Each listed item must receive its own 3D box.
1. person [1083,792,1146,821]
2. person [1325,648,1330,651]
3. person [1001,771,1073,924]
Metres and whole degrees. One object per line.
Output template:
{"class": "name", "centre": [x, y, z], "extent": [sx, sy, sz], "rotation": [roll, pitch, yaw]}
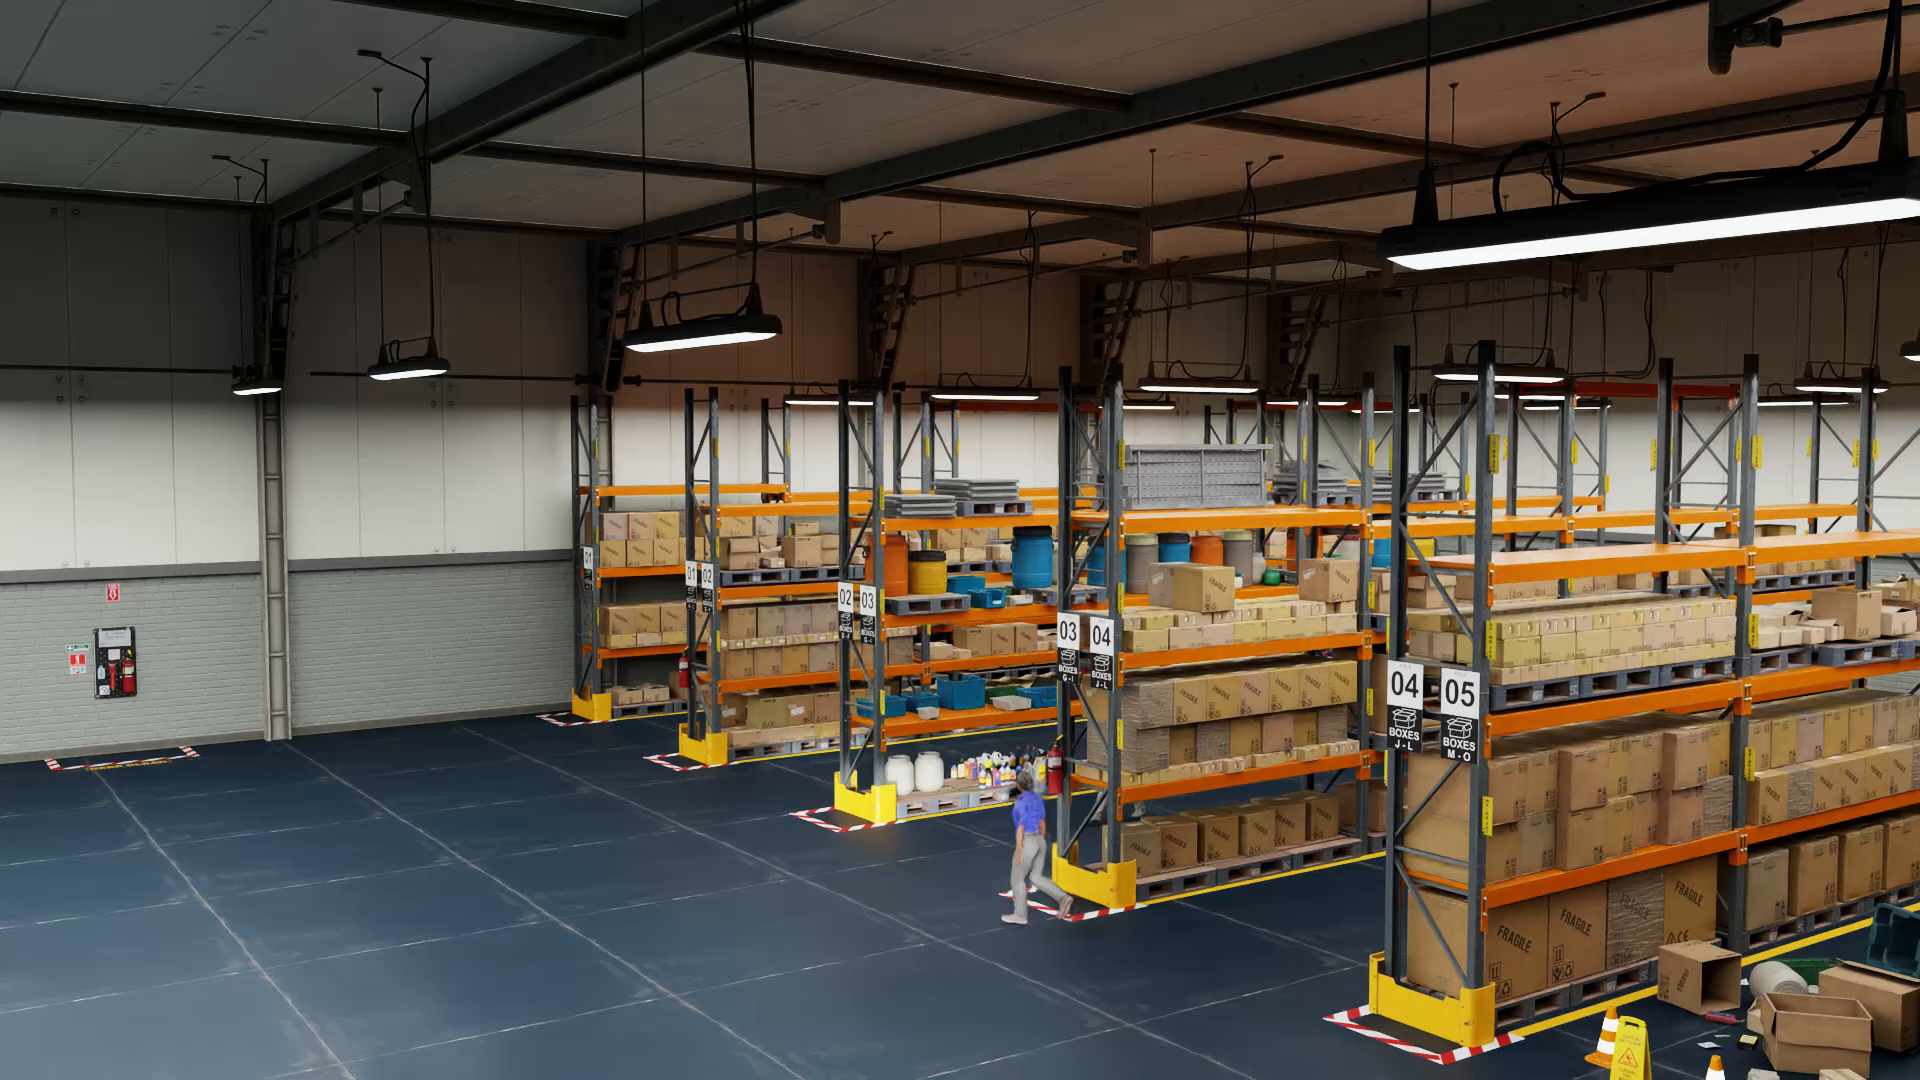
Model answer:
{"class": "person", "centre": [2.110, 2.935, 22.438], "extent": [1.044, 1.710, 0.588], "rotation": [-3, 5, -42]}
{"class": "person", "centre": [8.603, 2.044, 38.400], "extent": [0.476, 1.595, 0.331], "rotation": [-1, 4, -20]}
{"class": "person", "centre": [0.819, 3.272, 17.674], "extent": [0.760, 1.625, 0.444], "rotation": [2, 4, 29]}
